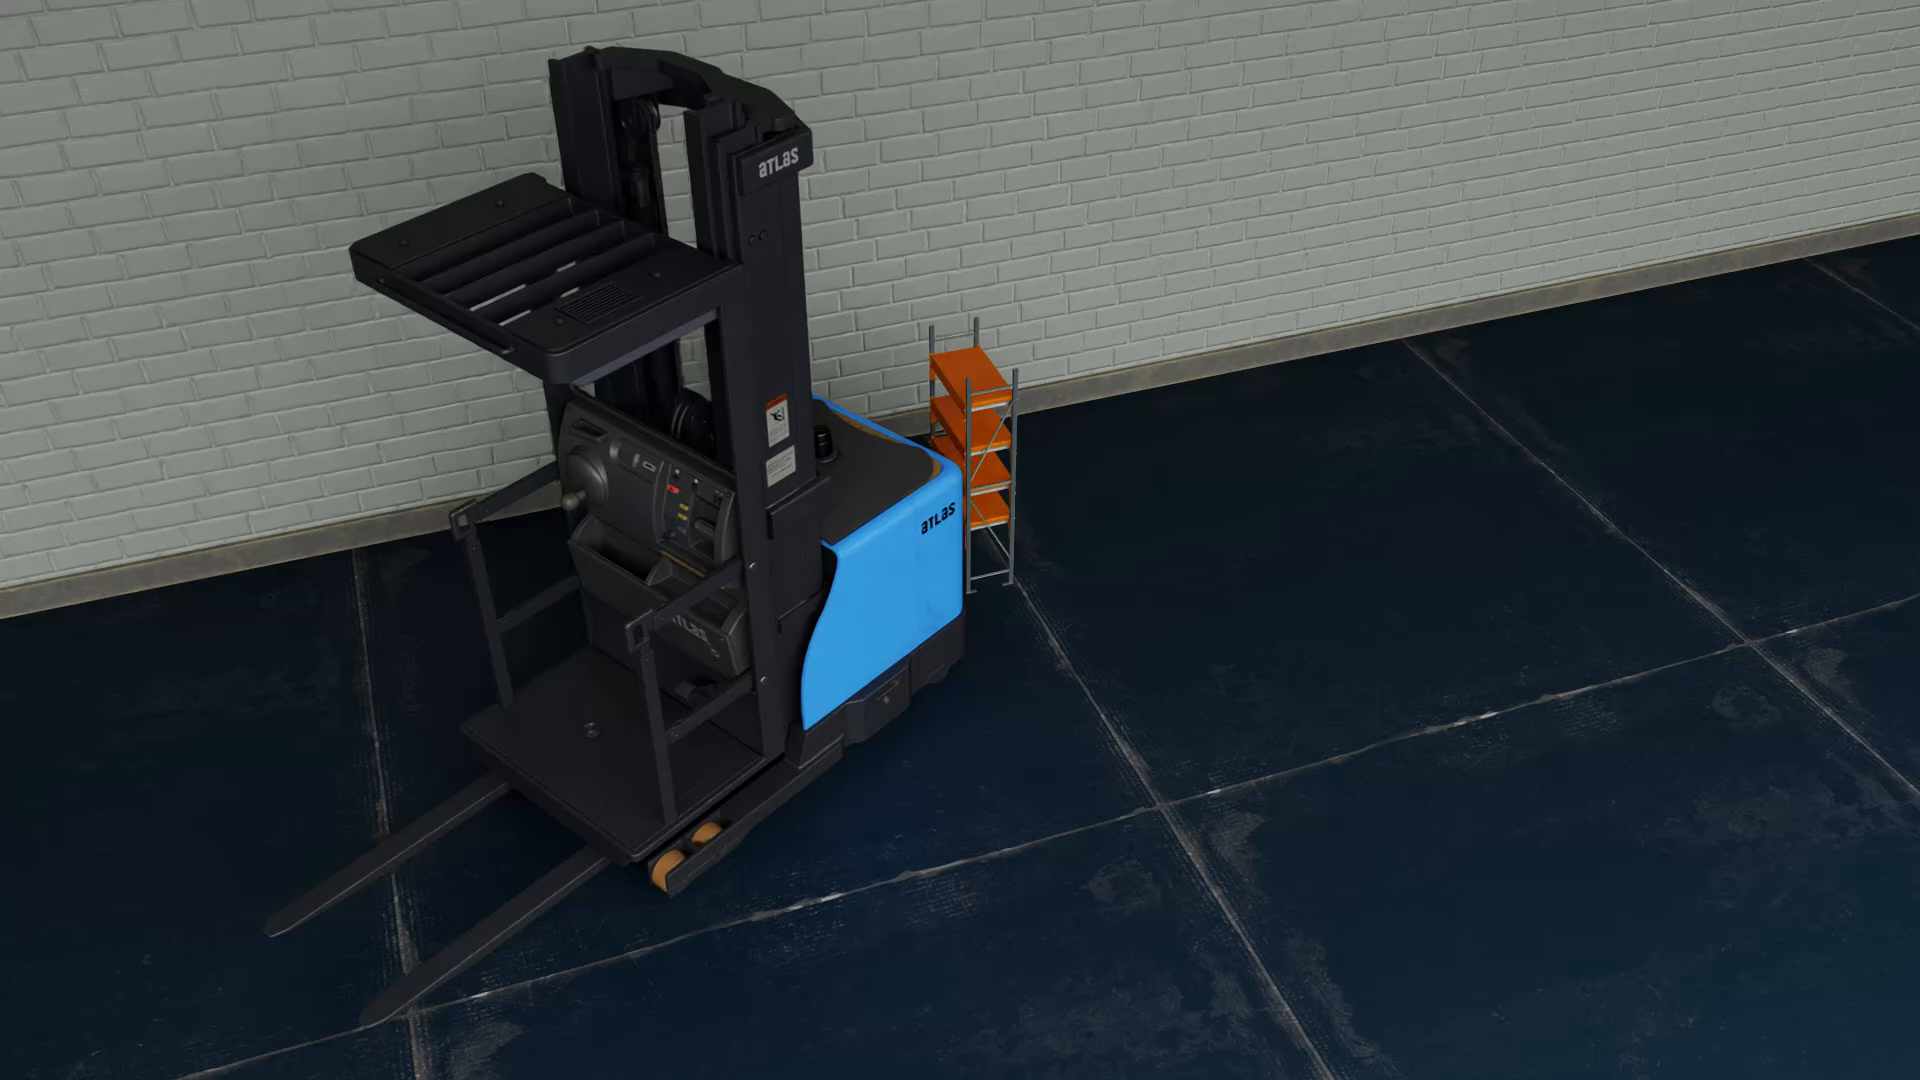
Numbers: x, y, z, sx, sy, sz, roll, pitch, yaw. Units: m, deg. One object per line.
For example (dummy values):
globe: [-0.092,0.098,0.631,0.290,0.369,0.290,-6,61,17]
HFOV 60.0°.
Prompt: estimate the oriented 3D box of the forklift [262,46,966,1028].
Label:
forklift: [-1.311,-0.139,6.058,1.130,2.935,3.031,27,45,31]

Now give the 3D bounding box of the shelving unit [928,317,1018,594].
shelving unit: [0.057,-0.386,7.825,0.258,1.200,0.503,-12,39,-16]

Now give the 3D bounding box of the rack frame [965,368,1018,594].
rack frame: [0.141,-0.248,7.642,0.240,1.200,0.015,-12,39,-16]

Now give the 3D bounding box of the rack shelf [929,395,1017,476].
rack shelf: [0.057,-0.511,7.731,0.258,0.148,0.480,-12,39,-16]

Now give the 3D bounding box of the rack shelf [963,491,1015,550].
rack shelf: [0.057,-0.173,7.985,0.258,0.148,0.480,-12,39,-16]

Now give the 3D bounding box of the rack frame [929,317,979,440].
rack frame: [-0.027,-0.524,8.008,0.240,1.200,0.015,-12,39,-16]

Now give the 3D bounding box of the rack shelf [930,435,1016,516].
rack shelf: [0.057,-0.332,7.866,0.258,0.148,0.480,-12,39,-16]

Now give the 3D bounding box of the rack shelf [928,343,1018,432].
rack shelf: [0.057,-0.700,7.589,0.258,0.148,0.480,-12,39,-16]
